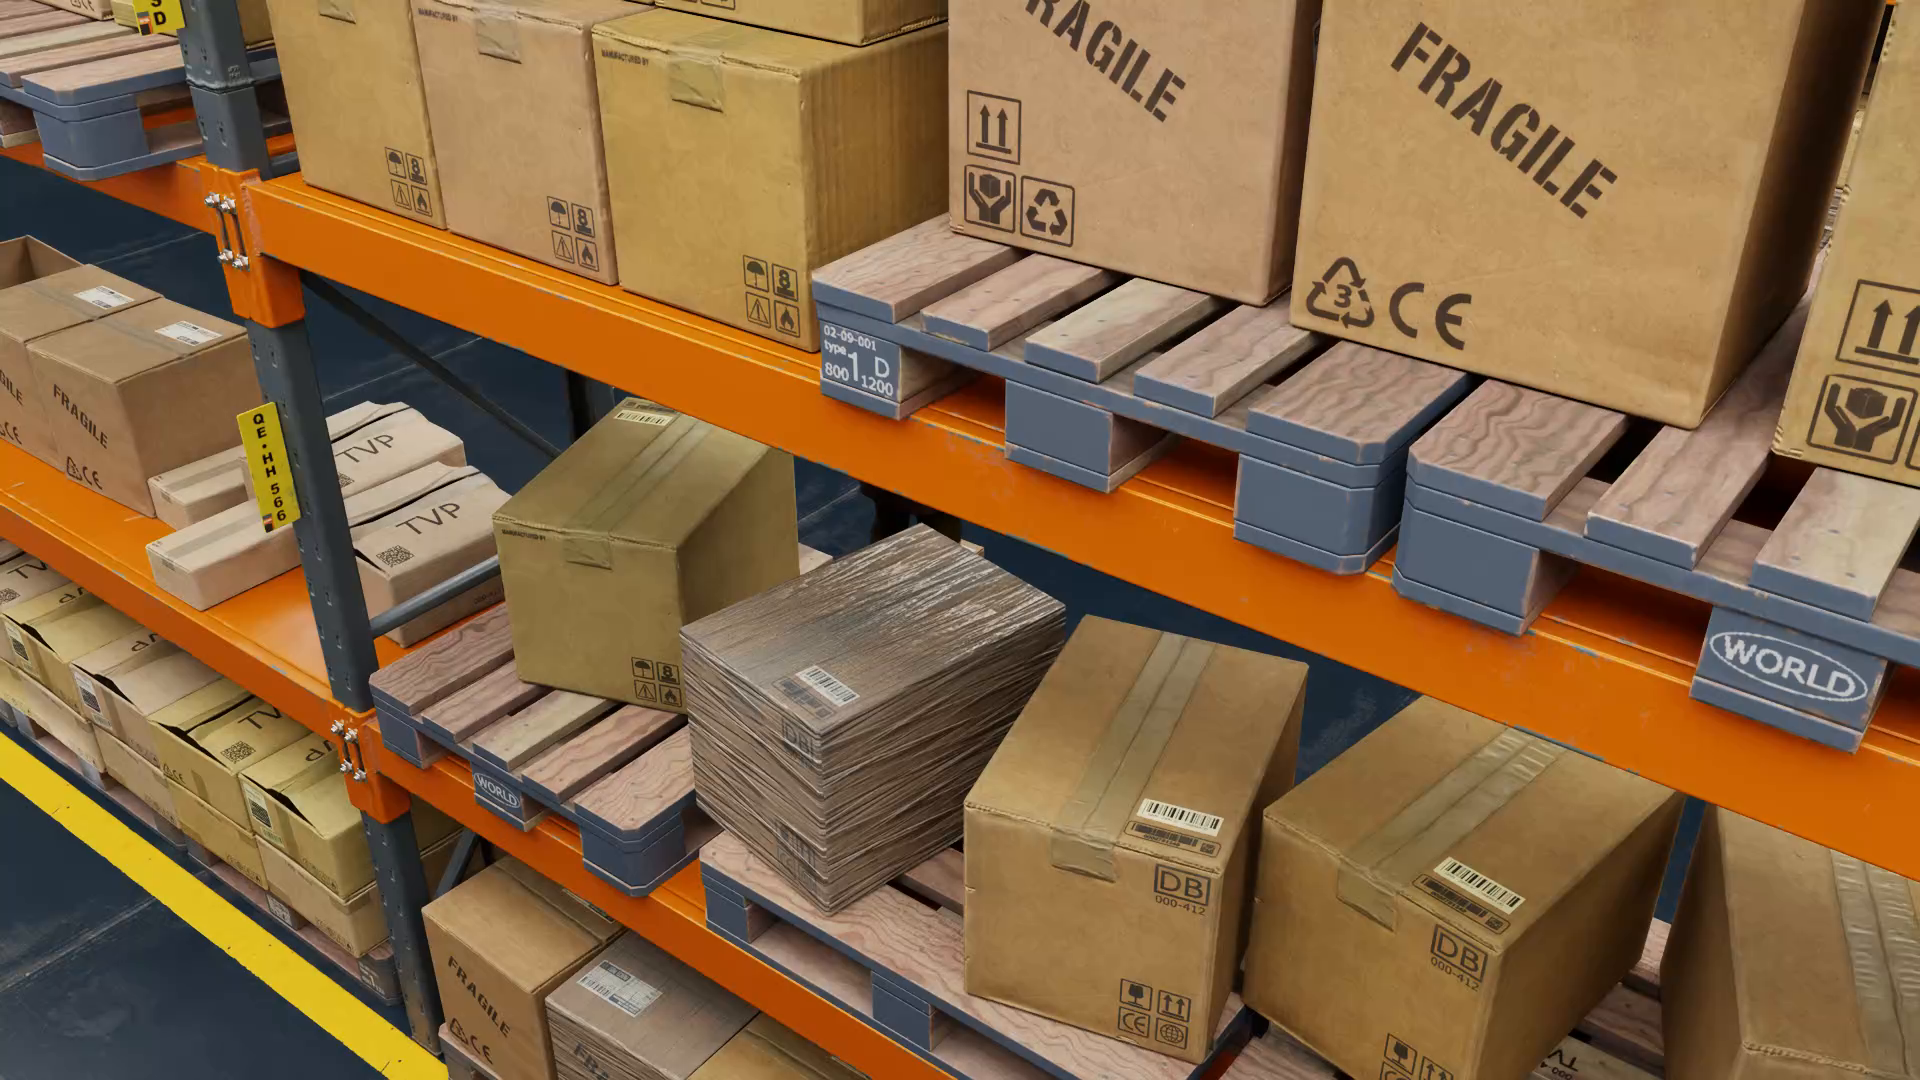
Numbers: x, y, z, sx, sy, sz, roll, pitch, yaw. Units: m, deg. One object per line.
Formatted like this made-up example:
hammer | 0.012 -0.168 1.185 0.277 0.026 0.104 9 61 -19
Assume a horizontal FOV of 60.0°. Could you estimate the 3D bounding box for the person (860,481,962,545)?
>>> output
person | -0.205 -0.402 6.828 0.643 1.774 0.424 21 37 32
